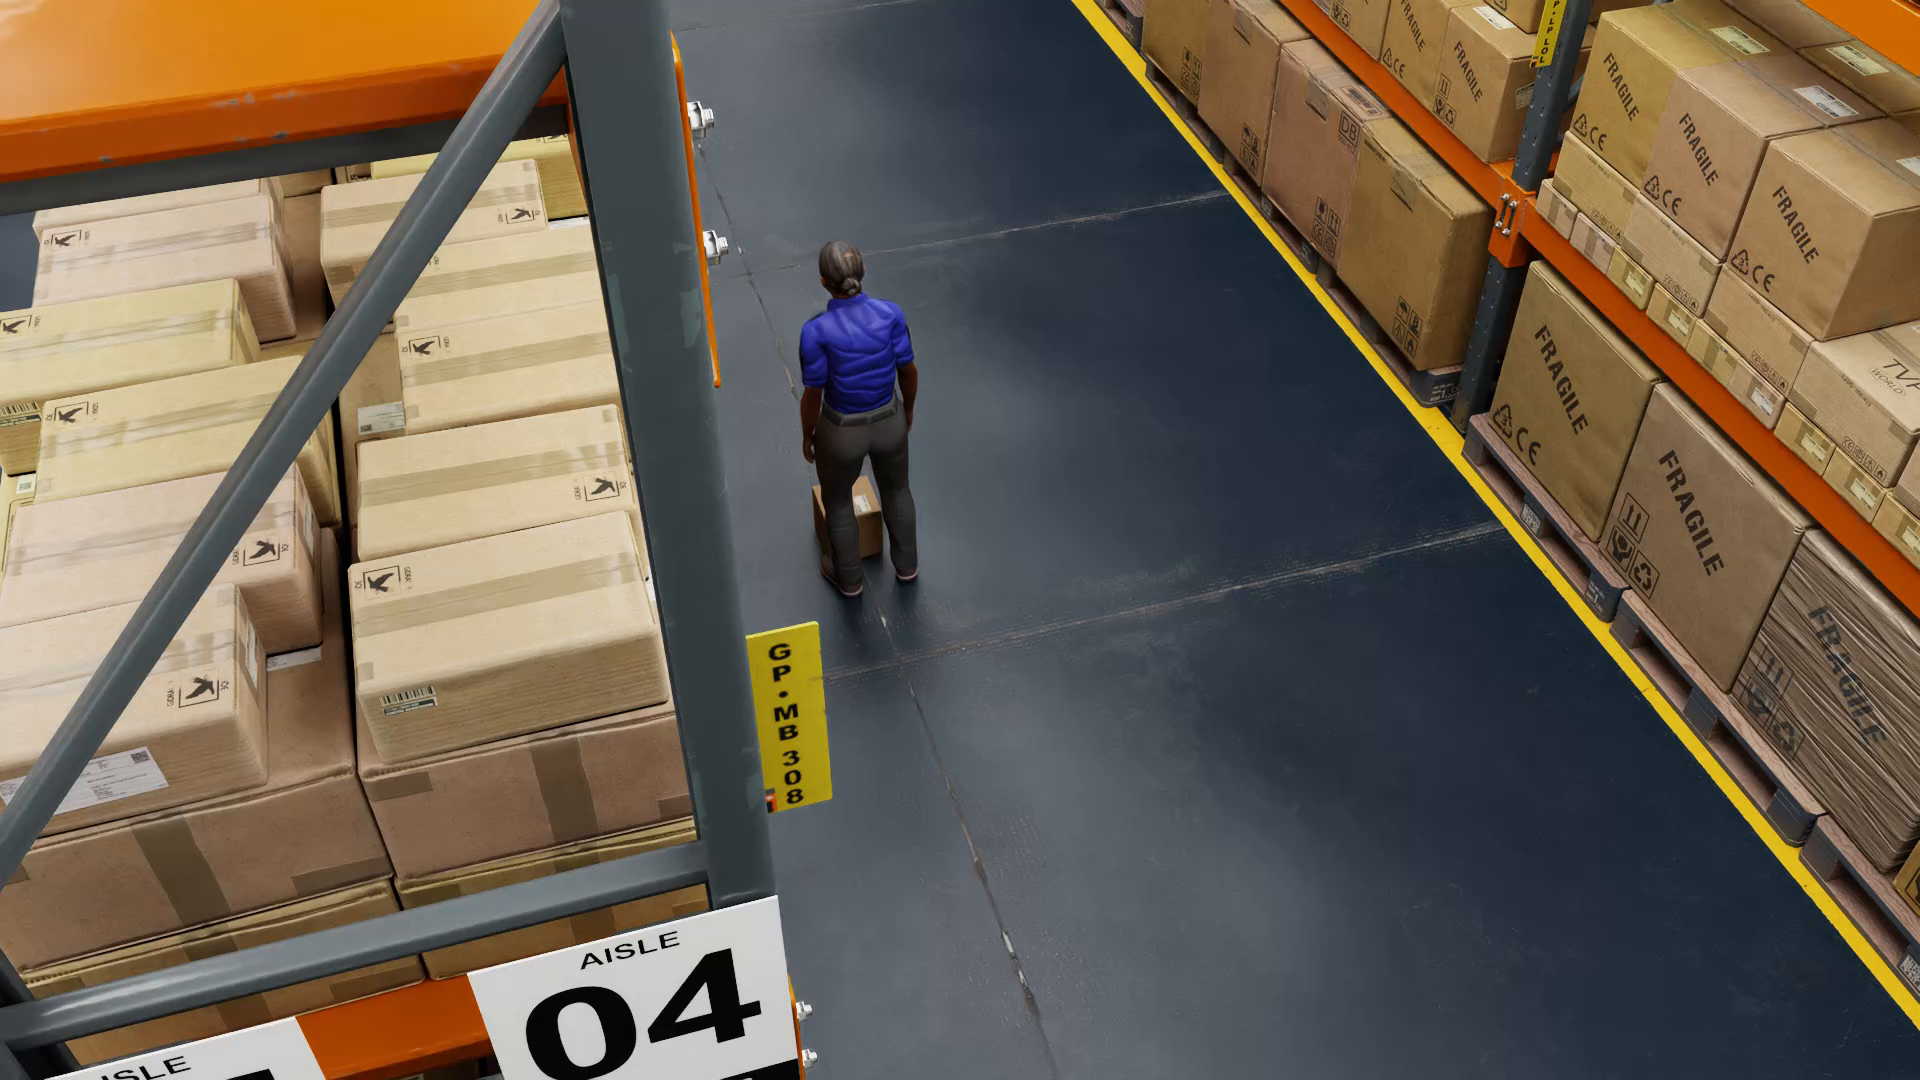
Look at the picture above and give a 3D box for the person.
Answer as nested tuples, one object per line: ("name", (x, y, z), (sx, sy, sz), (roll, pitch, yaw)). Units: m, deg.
("person", (-0.397, -0.460, 6.666), (0.511, 1.654, 0.346), (-15, 45, -16))
